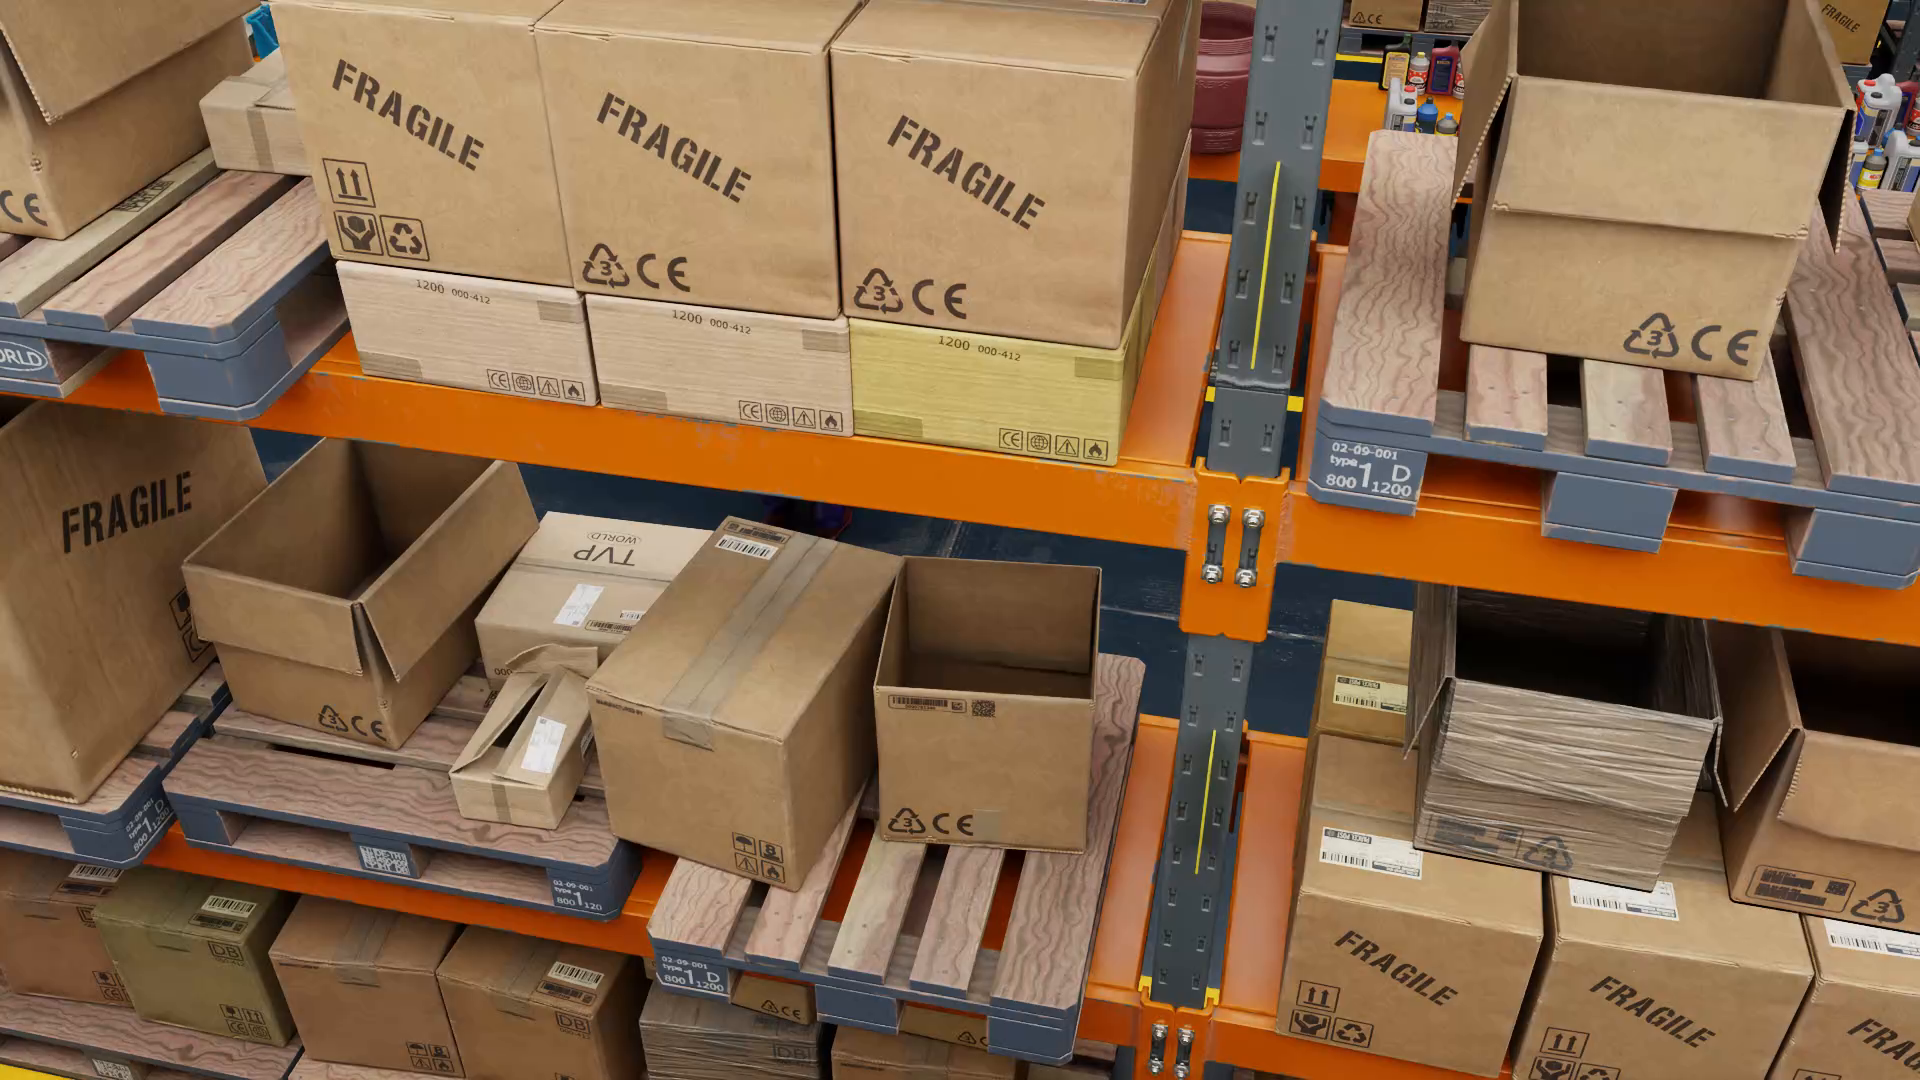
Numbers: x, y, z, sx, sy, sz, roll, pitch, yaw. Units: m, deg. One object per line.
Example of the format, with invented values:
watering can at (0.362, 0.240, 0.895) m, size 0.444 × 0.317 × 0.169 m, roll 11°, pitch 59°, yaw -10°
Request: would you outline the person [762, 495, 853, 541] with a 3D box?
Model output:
person at (-0.697, -0.476, 7.478) m, size 0.525 × 0.843 × 0.822 m, roll 8°, pitch 37°, yaw 10°
